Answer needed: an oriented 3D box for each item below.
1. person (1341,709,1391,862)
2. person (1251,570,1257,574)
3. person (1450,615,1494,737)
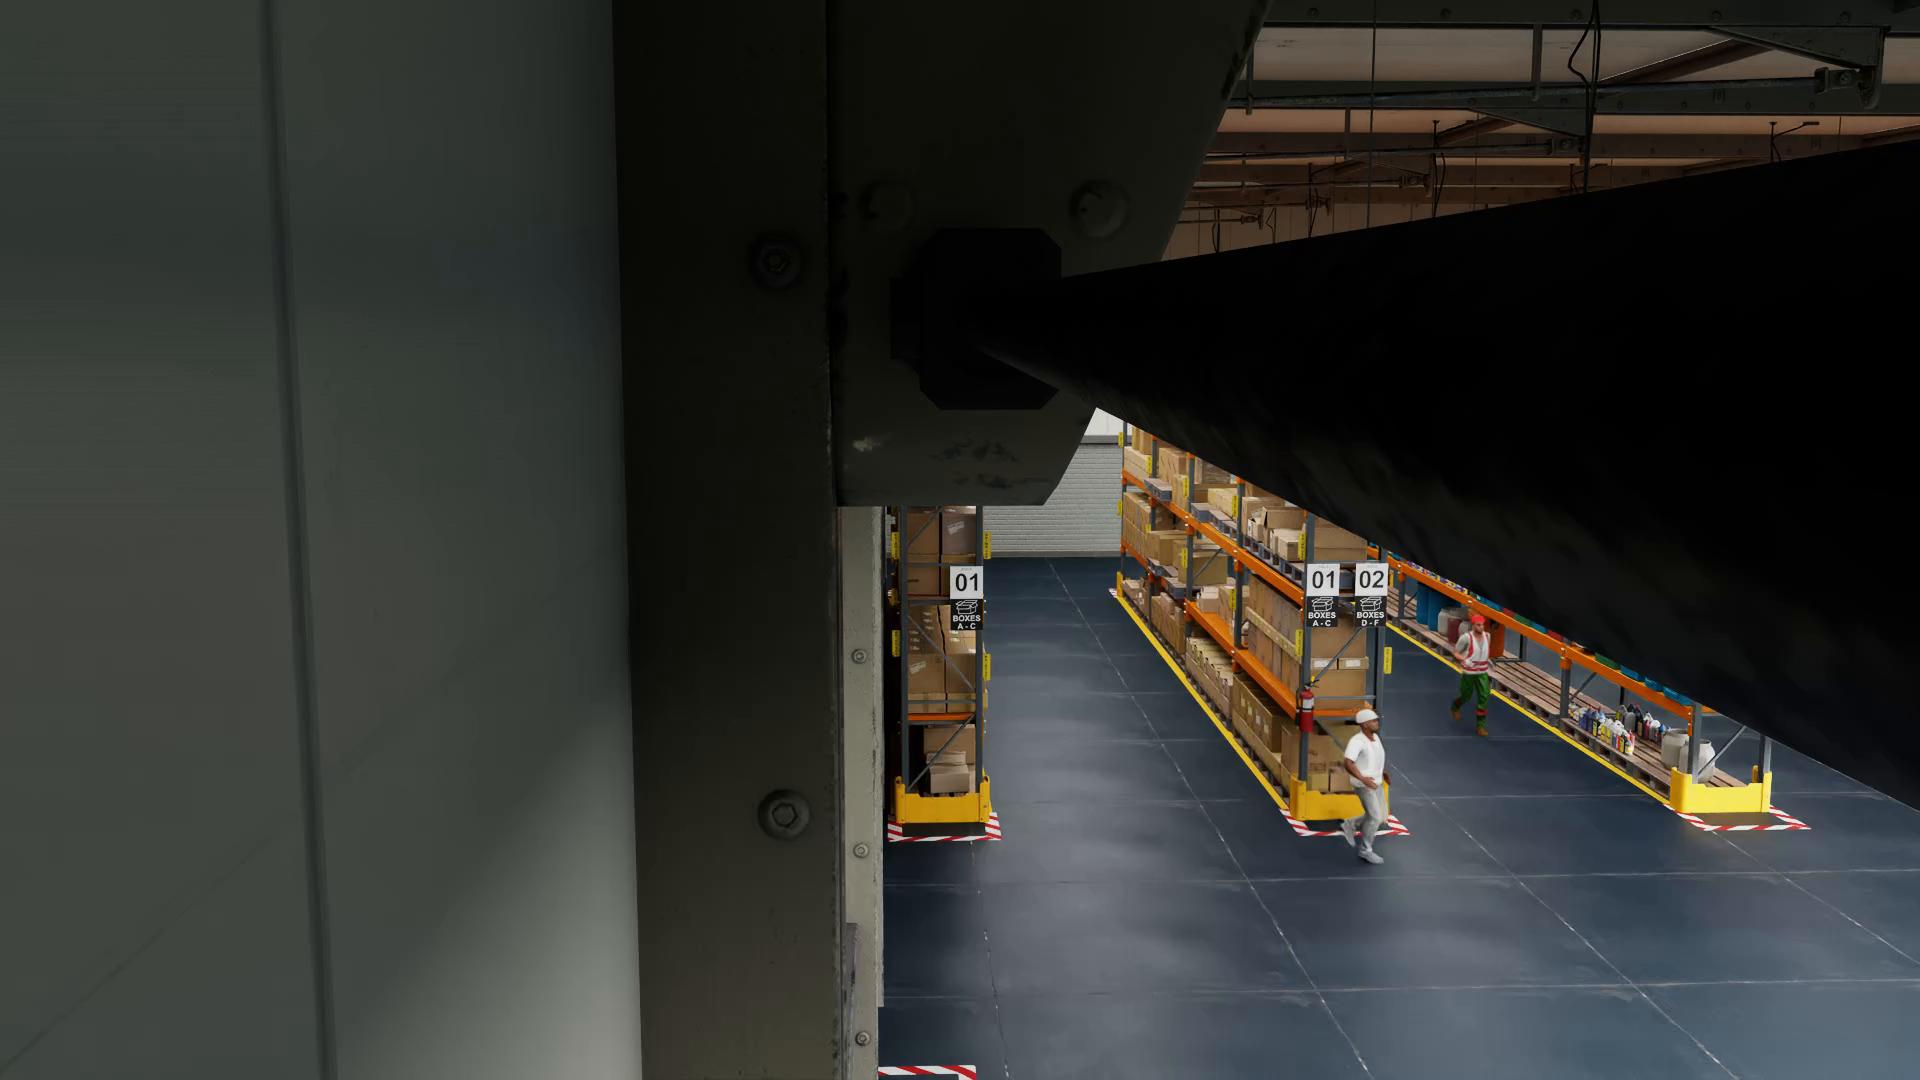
[{"bbox_3d":[4.673,2.815,19.169,0.571,1.734,0.764,7,10,39],"label":"person"},{"bbox_3d":[6.208,0.706,34.135,0.578,1.669,0.758,-2,8,-11],"label":"person"},{"bbox_3d":[7.645,1.960,24.800,0.634,1.763,0.984,-1,8,-7],"label":"person"}]
